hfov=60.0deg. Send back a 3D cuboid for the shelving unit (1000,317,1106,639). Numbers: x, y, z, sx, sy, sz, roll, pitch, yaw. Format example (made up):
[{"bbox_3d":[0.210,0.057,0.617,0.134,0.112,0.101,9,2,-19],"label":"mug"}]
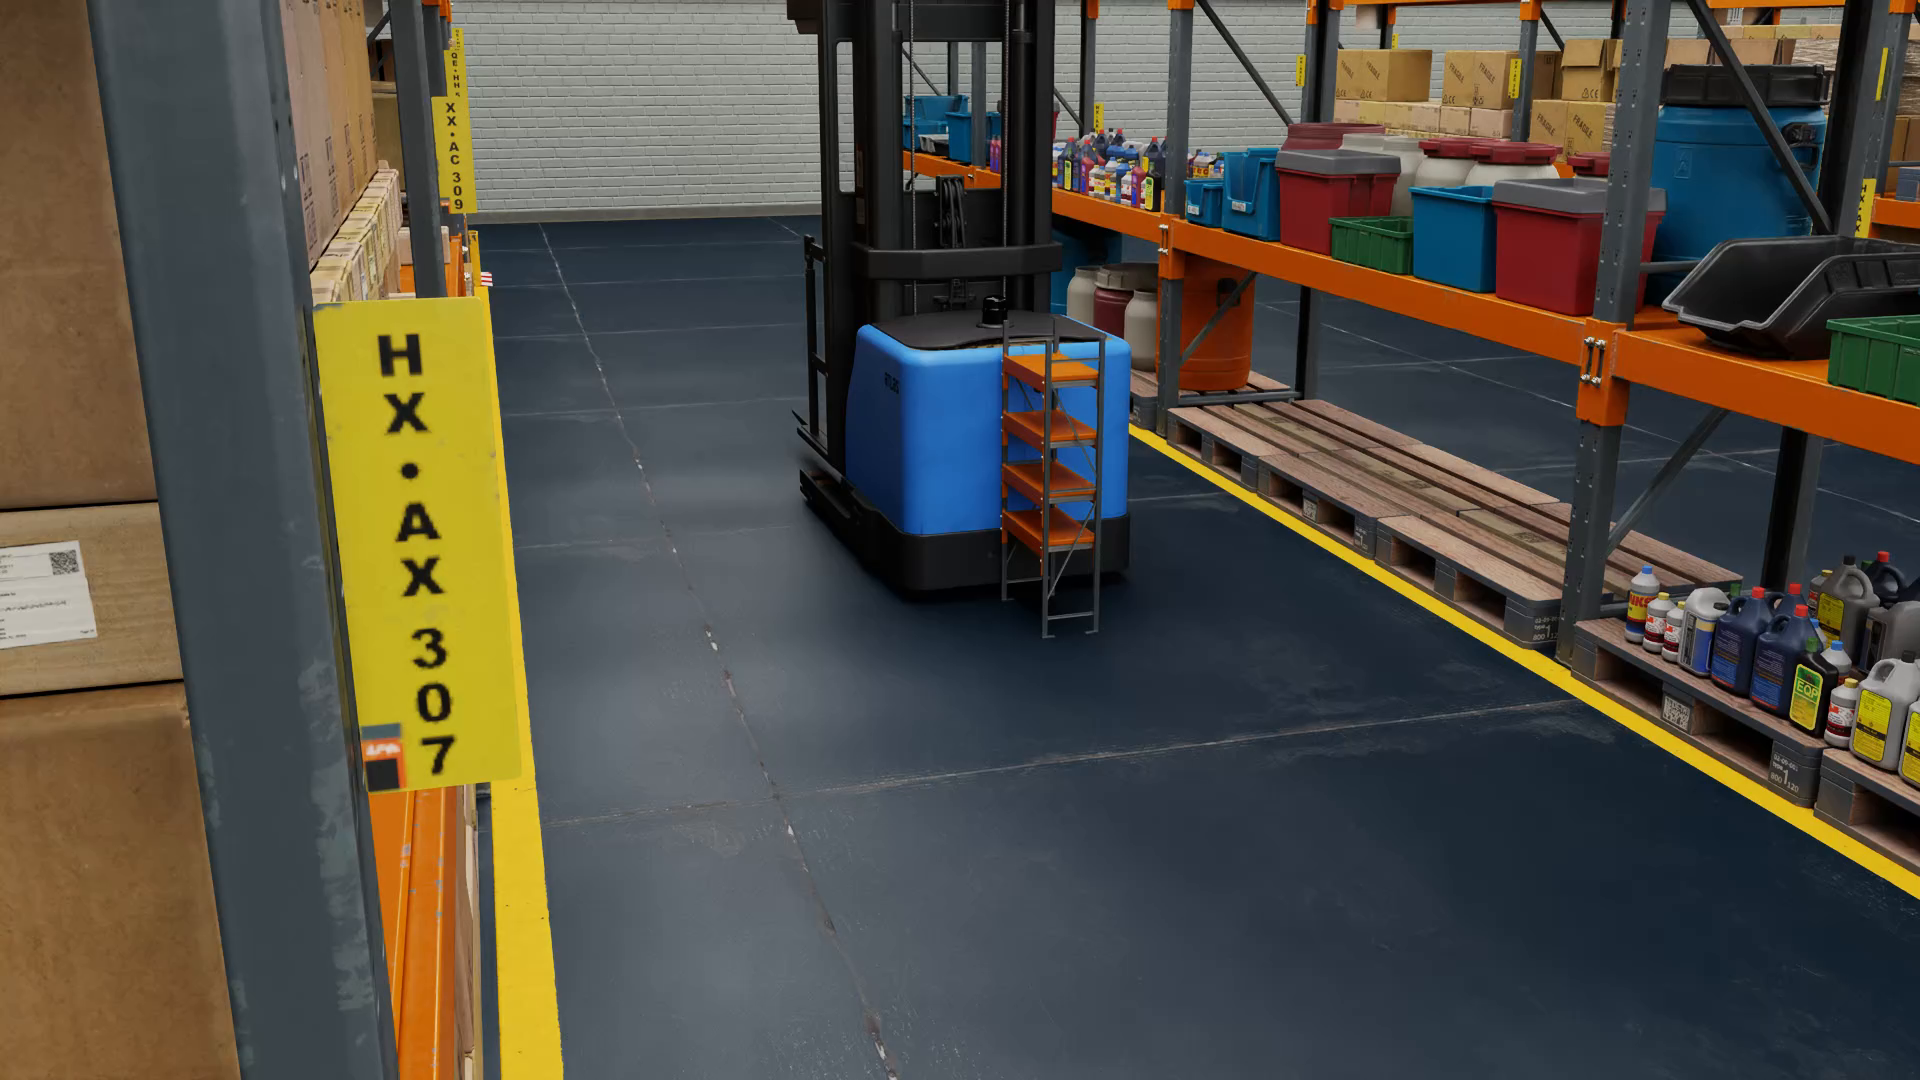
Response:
[{"bbox_3d":[0.366,-0.259,6.729,0.258,1.200,0.503,-5,18,-17],"label":"shelving unit"}]

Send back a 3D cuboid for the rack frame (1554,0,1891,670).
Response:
[{"bbox_3d":[2.785,-0.994,6.046,1.000,3.000,0.127,-5,17,-15],"label":"rack frame"}]

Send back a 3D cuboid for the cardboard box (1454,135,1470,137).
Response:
[{"bbox_3d":[4.808,-3.679,15.421,0.380,0.149,0.250,-5,17,-16],"label":"cardboard box"}]

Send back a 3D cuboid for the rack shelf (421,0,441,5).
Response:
[{"bbox_3d":[-2.529,-2.248,6.260,1.077,0.370,4.000,-5,17,-15],"label":"rack shelf"}]

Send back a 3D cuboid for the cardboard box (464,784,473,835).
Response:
[{"bbox_3d":[-1.514,0.763,4.249,0.500,0.250,0.500,-5,17,-15],"label":"cardboard box"}]

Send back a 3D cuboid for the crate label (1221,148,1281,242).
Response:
[{"bbox_3d":[1.698,-1.821,8.739,0.502,0.435,0.616,-5,17,-15],"label":"crate label"}]

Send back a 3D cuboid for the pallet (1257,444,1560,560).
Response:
[{"bbox_3d":[2.193,-0.211,8.286,1.003,0.211,1.213,-5,17,-15],"label":"pallet"}]

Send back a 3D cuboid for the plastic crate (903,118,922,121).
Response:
[{"bbox_3d":[-0.581,-3.985,16.192,0.416,0.233,0.300,-5,17,-15],"label":"plastic crate"}]

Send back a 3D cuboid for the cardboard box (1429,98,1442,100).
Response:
[{"bbox_3d":[4.776,-4.522,17.535,0.500,0.250,0.500,-5,17,-16],"label":"cardboard box"}]

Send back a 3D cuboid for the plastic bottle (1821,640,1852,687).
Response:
[{"bbox_3d":[2.736,0.448,5.224,0.097,0.271,0.097,0,17,0],"label":"plastic bottle"}]

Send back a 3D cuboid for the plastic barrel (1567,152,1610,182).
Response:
[{"bbox_3d":[2.732,-1.341,6.966,0.433,0.535,0.433,0,17,0],"label":"plastic barrel"}]

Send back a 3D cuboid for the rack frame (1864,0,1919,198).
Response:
[{"bbox_3d":[6.448,-2.492,11.033,1.000,3.000,0.127,-5,17,-15],"label":"rack frame"}]

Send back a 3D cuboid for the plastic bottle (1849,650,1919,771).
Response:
[{"bbox_3d":[2.776,0.490,4.946,0.144,0.351,0.185,-5,17,-16],"label":"plastic bottle"}]

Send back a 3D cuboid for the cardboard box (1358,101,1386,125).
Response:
[{"bbox_3d":[4.405,-4.339,16.925,0.500,0.250,0.500,-5,18,-17],"label":"cardboard box"}]

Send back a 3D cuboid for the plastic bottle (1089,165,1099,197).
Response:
[{"bbox_3d":[0.899,-2.369,10.970,0.097,0.201,0.097,0,17,0],"label":"plastic bottle"}]

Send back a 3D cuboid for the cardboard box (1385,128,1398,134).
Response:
[{"bbox_3d":[4.453,-4.035,16.606,0.380,0.149,0.250,-5,17,-17],"label":"cardboard box"}]

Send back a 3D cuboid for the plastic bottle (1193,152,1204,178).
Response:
[{"bbox_3d":[1.618,-2.474,11.197,0.097,0.271,0.097,0,17,0],"label":"plastic bottle"}]

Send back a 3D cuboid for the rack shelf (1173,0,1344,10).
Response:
[{"bbox_3d":[2.235,-2.639,7.560,1.077,0.370,4.000,-5,17,-15],"label":"rack shelf"}]

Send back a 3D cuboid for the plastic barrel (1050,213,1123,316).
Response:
[{"bbox_3d":[0.914,-2.055,12.497,0.600,0.901,0.708,-5,17,-15],"label":"plastic barrel"}]

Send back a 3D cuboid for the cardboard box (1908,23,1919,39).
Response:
[{"bbox_3d":[9.609,-4.883,16.564,0.500,0.500,0.500,-5,18,-17],"label":"cardboard box"}]

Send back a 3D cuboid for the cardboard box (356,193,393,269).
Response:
[{"bbox_3d":[-1.485,-0.690,3.734,0.380,0.149,0.250,-5,17,-15],"label":"cardboard box"}]

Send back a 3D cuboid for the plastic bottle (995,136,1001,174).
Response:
[{"bbox_3d":[0.313,-2.979,12.857,0.061,0.283,0.133,-5,17,-15],"label":"plastic bottle"}]

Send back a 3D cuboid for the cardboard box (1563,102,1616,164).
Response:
[{"bbox_3d":[5.373,-3.360,13.750,0.500,0.500,0.500,-5,17,-15],"label":"cardboard box"}]

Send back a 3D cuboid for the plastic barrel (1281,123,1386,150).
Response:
[{"bbox_3d":[2.104,-2.061,9.363,0.600,0.536,0.708,-5,17,-15],"label":"plastic barrel"}]

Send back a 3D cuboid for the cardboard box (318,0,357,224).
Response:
[{"bbox_3d":[-1.574,-0.872,3.212,0.700,0.500,0.500,-5,17,-15],"label":"cardboard box"}]

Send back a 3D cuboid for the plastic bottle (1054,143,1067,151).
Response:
[{"bbox_3d":[0.748,-2.745,12.092,0.152,0.276,0.135,-5,17,-15],"label":"plastic bottle"}]

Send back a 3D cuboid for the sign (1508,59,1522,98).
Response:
[{"bbox_3d":[4.815,-4.006,14.433,0.100,0.325,0.005,-5,17,-15],"label":"sign"}]

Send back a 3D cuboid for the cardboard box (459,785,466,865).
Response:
[{"bbox_3d":[-1.374,0.542,3.681,0.500,0.500,0.500,-5,17,-15],"label":"cardboard box"}]

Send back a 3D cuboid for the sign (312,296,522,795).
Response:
[{"bbox_3d":[-0.345,0.008,1.067,0.100,0.325,0.005,-5,17,-15],"label":"sign"}]

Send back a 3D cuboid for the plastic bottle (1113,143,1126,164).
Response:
[{"bbox_3d":[1.166,-2.769,12.179,0.097,0.271,0.097,0,17,0],"label":"plastic bottle"}]

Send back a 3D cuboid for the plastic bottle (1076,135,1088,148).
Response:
[{"bbox_3d":[1.005,-3.064,13.153,0.152,0.276,0.135,-5,17,-15],"label":"plastic bottle"}]

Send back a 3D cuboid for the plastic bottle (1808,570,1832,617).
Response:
[{"bbox_3d":[3.184,0.211,6.134,0.097,0.201,0.097,0,17,0],"label":"plastic bottle"}]

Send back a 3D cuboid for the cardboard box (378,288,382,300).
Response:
[{"bbox_3d":[-1.700,-0.383,3.841,0.700,0.500,0.500,-5,17,-16],"label":"cardboard box"}]

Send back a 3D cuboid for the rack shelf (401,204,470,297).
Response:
[{"bbox_3d":[-3.628,-1.918,10.375,1.077,0.370,4.000,-5,17,-15],"label":"rack shelf"}]

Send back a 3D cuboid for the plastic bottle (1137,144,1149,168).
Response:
[{"bbox_3d":[1.345,-2.722,12.015,0.152,0.276,0.135,-5,17,-15],"label":"plastic bottle"}]

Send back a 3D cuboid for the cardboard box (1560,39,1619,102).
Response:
[{"bbox_3d":[5.532,-3.951,13.972,0.797,0.503,0.637,-5,17,-17],"label":"cardboard box"}]

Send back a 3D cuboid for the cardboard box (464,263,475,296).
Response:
[{"bbox_3d":[-3.767,-1.716,12.030,0.500,0.500,0.500,-5,17,-16],"label":"cardboard box"}]

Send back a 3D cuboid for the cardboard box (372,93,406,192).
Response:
[{"bbox_3d":[-3.360,-2.124,8.905,0.700,0.500,0.500,-12,20,-34],"label":"cardboard box"}]

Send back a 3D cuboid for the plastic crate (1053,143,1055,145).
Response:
[{"bbox_3d":[0.595,-3.249,13.909,0.396,0.136,0.243,-5,17,-15],"label":"plastic crate"}]

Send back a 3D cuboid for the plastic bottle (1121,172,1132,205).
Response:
[{"bbox_3d":[1.060,-2.207,10.432,0.097,0.201,0.097,0,17,0],"label":"plastic bottle"}]

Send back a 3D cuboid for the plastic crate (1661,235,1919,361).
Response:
[{"bbox_3d":[2.806,-0.809,5.540,0.767,0.338,0.504,-5,17,-15],"label":"plastic crate"}]

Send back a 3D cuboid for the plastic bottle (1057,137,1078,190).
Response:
[{"bbox_3d":[0.759,-2.606,11.500,0.144,0.351,0.185,-5,17,-15],"label":"plastic bottle"}]

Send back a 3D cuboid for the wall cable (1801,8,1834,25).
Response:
[{"bbox_3d":[13.566,-7.648,26.433,0.588,1.984,0.122,-5,17,-15],"label":"wall cable"}]

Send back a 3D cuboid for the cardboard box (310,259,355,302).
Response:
[{"bbox_3d":[-1.137,-0.337,2.558,0.380,0.149,0.250,-5,17,-16],"label":"cardboard box"}]

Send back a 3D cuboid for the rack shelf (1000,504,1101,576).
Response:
[{"bbox_3d":[0.366,-0.004,6.805,0.258,0.148,0.480,-5,18,-17],"label":"rack shelf"}]

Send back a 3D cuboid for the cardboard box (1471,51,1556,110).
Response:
[{"bbox_3d":[4.965,-4.134,14.941,0.500,0.500,0.500,-4,17,-14],"label":"cardboard box"}]

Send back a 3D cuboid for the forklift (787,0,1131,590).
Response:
[{"bbox_3d":[-0.193,-1.575,8.102,1.130,2.935,3.031,-5,18,-17],"label":"forklift"}]

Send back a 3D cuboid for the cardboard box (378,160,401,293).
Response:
[{"bbox_3d":[-2.602,-1.295,6.874,0.500,0.500,0.500,-6,18,-18],"label":"cardboard box"}]

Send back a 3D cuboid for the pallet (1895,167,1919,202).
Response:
[{"bbox_3d":[6.746,-2.211,10.433,1.213,0.211,1.003,-5,17,-15],"label":"pallet"}]

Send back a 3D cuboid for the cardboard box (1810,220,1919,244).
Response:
[{"bbox_3d":[6.278,-1.868,11.920,1.225,0.875,0.875,-6,18,-18],"label":"cardboard box"}]

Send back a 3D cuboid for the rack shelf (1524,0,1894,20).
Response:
[{"bbox_3d":[5.898,-4.137,12.547,1.077,0.370,4.000,-5,17,-15],"label":"rack shelf"}]

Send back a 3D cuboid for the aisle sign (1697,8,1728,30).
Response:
[{"bbox_3d":[8.737,-6.310,19.227,0.394,0.787,0.004,-5,17,-15],"label":"aisle sign"}]

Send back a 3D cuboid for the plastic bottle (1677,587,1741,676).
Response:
[{"bbox_3d":[2.566,0.310,5.676,0.152,0.276,0.135,-4,17,-13],"label":"plastic bottle"}]
